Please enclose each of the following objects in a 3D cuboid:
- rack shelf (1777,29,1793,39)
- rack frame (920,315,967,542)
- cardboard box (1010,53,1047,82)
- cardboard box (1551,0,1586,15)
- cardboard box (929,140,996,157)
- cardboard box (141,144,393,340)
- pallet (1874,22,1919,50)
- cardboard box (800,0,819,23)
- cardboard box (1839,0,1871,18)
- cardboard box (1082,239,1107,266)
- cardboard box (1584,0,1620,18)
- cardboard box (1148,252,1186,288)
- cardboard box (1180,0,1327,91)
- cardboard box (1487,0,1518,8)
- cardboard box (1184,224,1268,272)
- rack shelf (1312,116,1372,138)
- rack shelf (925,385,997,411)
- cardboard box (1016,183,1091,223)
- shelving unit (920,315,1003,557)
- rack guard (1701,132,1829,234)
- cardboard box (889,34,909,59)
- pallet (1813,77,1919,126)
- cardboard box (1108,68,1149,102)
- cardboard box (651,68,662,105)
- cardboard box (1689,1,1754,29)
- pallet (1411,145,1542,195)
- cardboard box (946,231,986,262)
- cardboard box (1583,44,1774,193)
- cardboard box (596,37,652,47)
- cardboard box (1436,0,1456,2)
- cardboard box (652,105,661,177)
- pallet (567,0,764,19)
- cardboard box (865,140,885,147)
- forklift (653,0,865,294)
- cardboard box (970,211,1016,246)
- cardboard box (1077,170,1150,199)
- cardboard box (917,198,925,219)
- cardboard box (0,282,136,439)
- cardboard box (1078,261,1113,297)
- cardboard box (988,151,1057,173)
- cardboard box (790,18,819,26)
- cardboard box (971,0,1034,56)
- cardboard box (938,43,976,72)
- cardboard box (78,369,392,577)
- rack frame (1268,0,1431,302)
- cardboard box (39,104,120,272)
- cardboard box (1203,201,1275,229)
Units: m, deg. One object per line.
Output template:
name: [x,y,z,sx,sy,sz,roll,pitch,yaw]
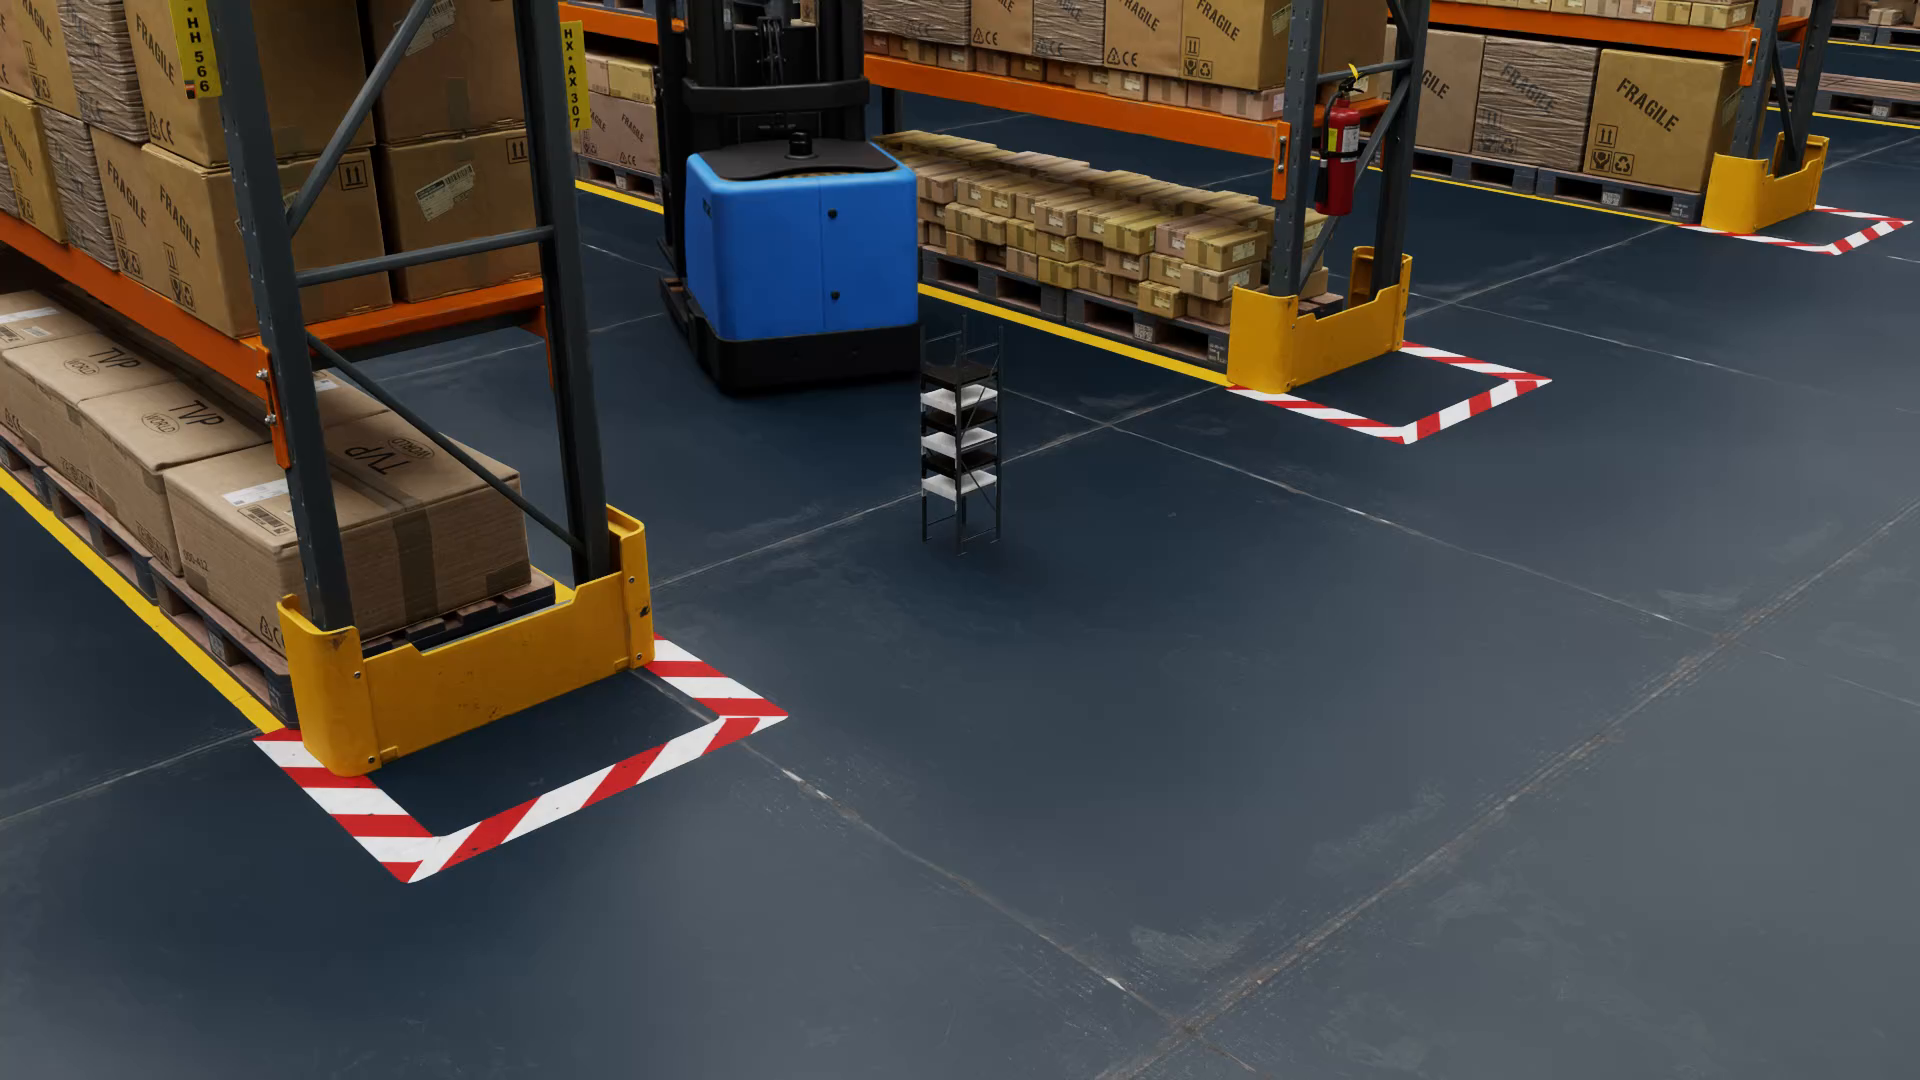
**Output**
rack shelf: [4.262,-3.999,12.596,0.831,0.071,3.687,-21,32,-38]
rack frame: [-0.064,-0.438,6.625,0.240,0.900,0.006,-21,32,-38]
cardboard box: [0.501,-2.674,9.300,0.380,0.149,0.250,-21,32,-38]
cardboard box: [4.446,-3.864,11.909,0.273,0.149,0.395,21,32,38]
cardboard box: [0.018,-2.482,10.788,0.380,0.149,0.250,-22,32,-39]
cardboard box: [-2.127,-0.960,5.121,0.500,0.500,0.500,-21,32,-38]
pallet: [11.436,-5.829,19.274,1.003,0.211,1.213,-21,32,-38]
cardboard box: [-0.640,-3.450,10.219,0.500,0.500,0.500,-22,32,-39]
cardboard box: [10.726,-6.647,20.188,0.500,0.500,0.500,-21,32,-38]
cardboard box: [0.906,-1.655,9.333,0.380,0.149,0.250,-22,32,-39]
cardboard box: [4.625,-3.786,11.738,0.380,0.149,0.250,-21,32,-38]
cardboard box: [1.231,-1.482,8.954,0.380,0.149,0.250,-22,33,-40]
cardboard box: [1.445,-2.523,8.187,0.500,0.500,0.500,-20,32,-37]
cardboard box: [4.101,-4.019,12.247,0.380,0.149,0.250,-20,32,-37]
cardboard box: [1.393,-1.532,8.706,0.380,0.149,0.250,-21,32,-38]
rack shelf: [0.573,-2.622,9.579,0.831,0.071,3.687,-21,32,-38]
rack shelf: [-1.086,-5.083,12.288,8.407,3.443,12.128,-21,32,-38]
cardboard box: [-3.853,-12.771,23.276,30.398,8.504,18.148,23,33,40]
shelving unit: [-1.090,-4.804,12.405,8.426,4.047,12.137,-21,32,-38]
rack guard: [5.646,-2.511,11.651,1.175,0.500,0.348,-21,32,-38]
cardboard box: [-0.207,-2.991,9.994,0.250,0.149,0.380,22,33,39]
pallet: [0.626,-1.559,9.913,21.016,0.211,3.492,-21,32,-38]
cardboard box: [0.994,-2.411,8.725,0.380,0.149,0.250,-20,31,-37]
cardboard box: [-1.829,-3.199,11.751,0.500,0.250,0.500,-19,31,-36]
cardboard box: [5.146,-3.555,11.232,0.274,0.149,0.395,22,32,39]
pallet: [4.196,-2.976,13.019,1.003,0.211,1.213,-21,32,-38]
cardboard box: [0.137,-1.802,10.014,0.380,0.149,0.250,-22,33,-40]
cardboard box: [5.134,-3.051,11.877,0.875,0.875,0.875,-21,32,-38]
cardboard box: [-2.516,-3.815,13.100,0.500,0.250,0.500,-21,32,-38]
cardboard box: [3.741,-4.176,12.593,0.380,0.149,0.250,-21,32,-38]
cardboard box: [-1.834,-2.853,11.895,0.500,0.500,0.500,-22,33,-40]
pallet: [-2.145,-4.027,12.195,1.003,0.211,1.213,-21,32,-38]
cardboard box: [-0.710,-2.492,10.811,0.380,0.149,0.250,-20,31,-36]
forklift: [-3.636,-2.661,6.309,7.407,5.209,9.711,-8,26,-16]
cardboard box: [0.281,-1.856,9.774,0.380,0.149,0.250,-21,32,-38]
cardboard box: [0.916,-2.092,9.933,0.380,0.149,0.250,-21,32,-38]
cardboard box: [-0.166,-2.122,10.358,0.250,0.149,0.380,22,32,39]
cardboard box: [-3.988,-0.860,7.603,0.875,0.438,0.875,-22,32,-39]
cardboard box: [0.882,-1.498,9.348,0.380,0.149,0.250,-21,32,-38]
cardboard box: [0.391,-2.325,10.445,0.250,0.149,0.380,22,32,39]
cardboard box: [-0.840,-3.198,10.448,0.380,0.149,0.250,-20,31,-37]
cardboard box: [0.410,-2.985,9.201,0.500,0.500,0.500,-19,31,-36]
cardboard box: [0.096,-2.812,9.604,0.380,0.149,0.250,-20,31,-36]
cardboard box: [-2.760,-0.316,6.409,0.875,0.438,0.875,-20,31,-37]
rack frame: [1.940,-2.279,8.131,1.000,3.000,0.127,-21,32,-38]
cardboard box: [-2.818,-1.270,5.799,0.500,0.500,0.500,-20,31,-37]
cardboard box: [1.553,-1.748,9.180,0.380,0.149,0.250,-21,32,-38]
